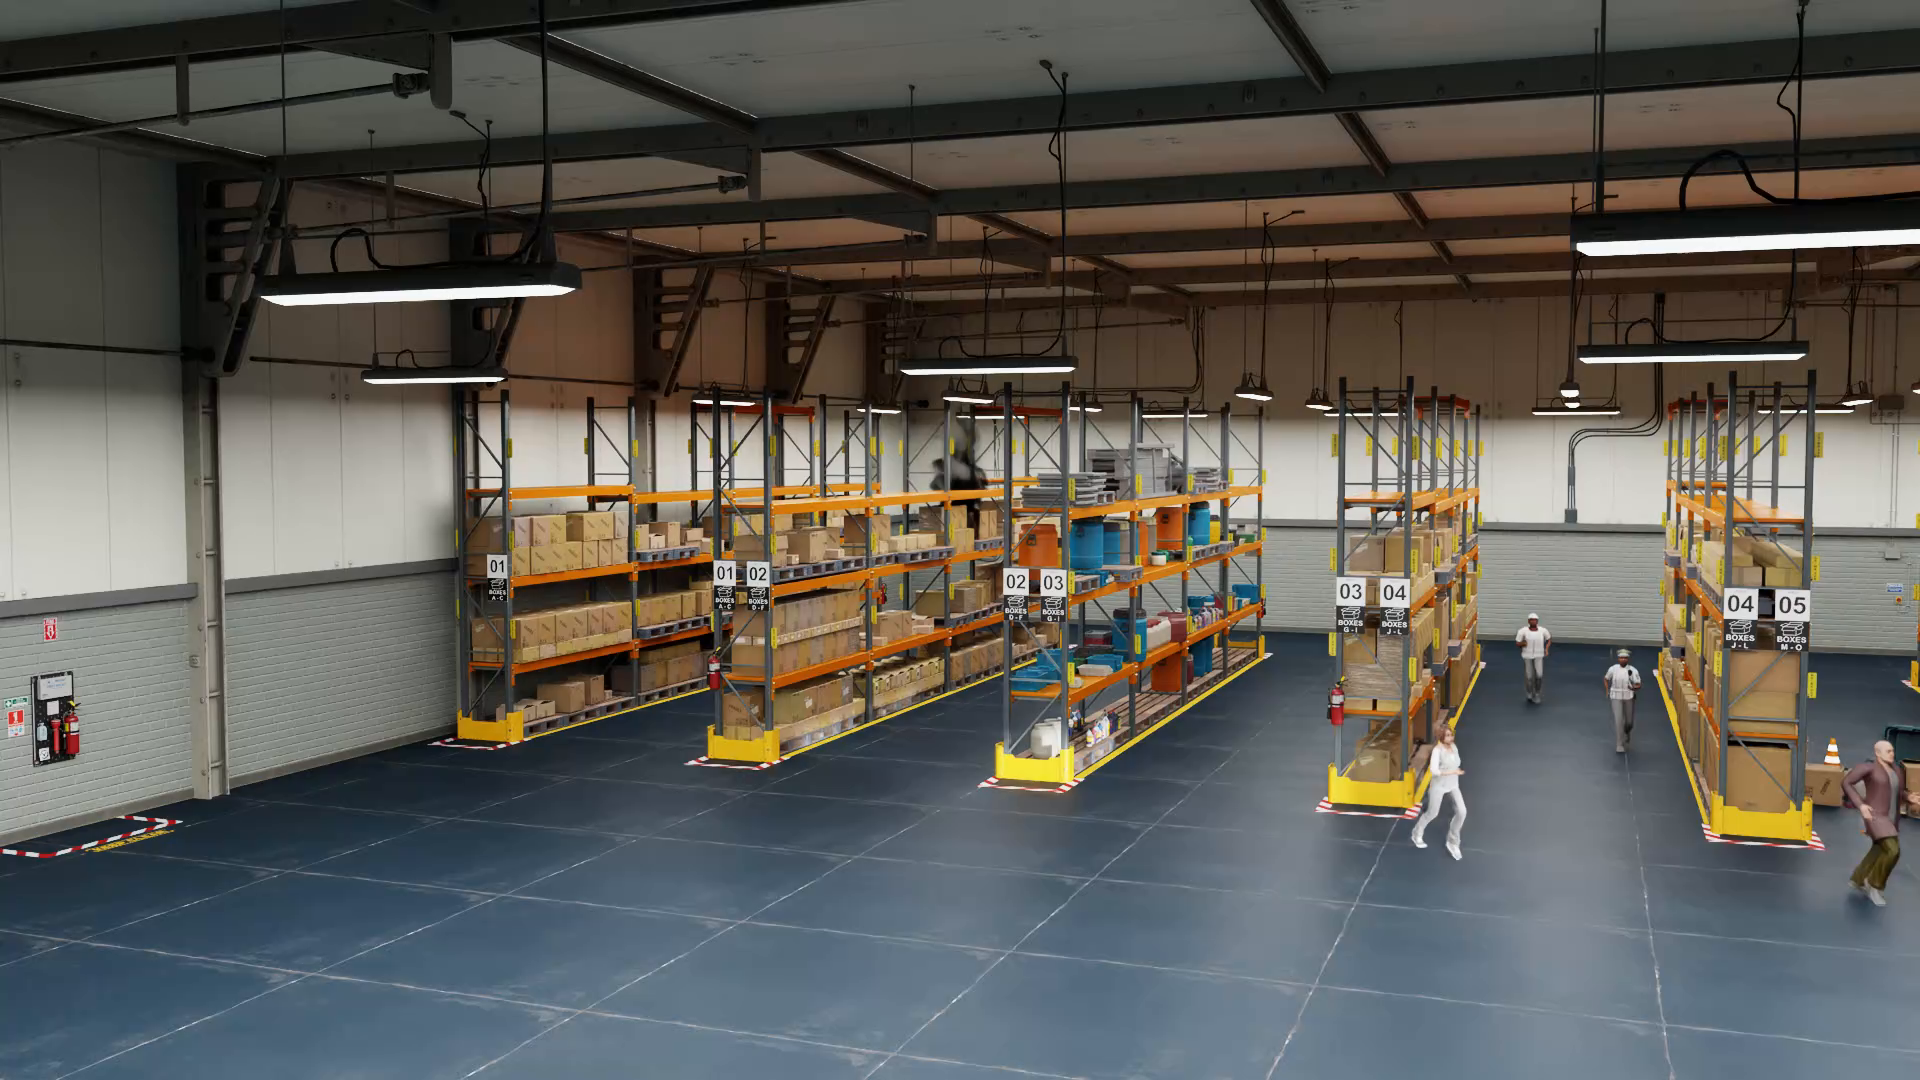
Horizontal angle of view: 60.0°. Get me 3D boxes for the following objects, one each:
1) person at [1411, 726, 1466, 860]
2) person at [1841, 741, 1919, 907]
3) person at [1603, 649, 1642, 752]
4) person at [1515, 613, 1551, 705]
[{"bbox_3d":[5.930,3.079,20.418,0.545,1.625,0.834,-1,3,-24],"label":"person"},{"bbox_3d":[10.154,3.118,18.311,0.679,1.818,0.803,-1,3,-24],"label":"person"},{"bbox_3d":[10.985,2.637,27.579,0.587,1.671,0.831,1,3,19],"label":"person"},{"bbox_3d":[11.246,2.333,32.615,0.677,1.796,0.684,1,3,17],"label":"person"}]
